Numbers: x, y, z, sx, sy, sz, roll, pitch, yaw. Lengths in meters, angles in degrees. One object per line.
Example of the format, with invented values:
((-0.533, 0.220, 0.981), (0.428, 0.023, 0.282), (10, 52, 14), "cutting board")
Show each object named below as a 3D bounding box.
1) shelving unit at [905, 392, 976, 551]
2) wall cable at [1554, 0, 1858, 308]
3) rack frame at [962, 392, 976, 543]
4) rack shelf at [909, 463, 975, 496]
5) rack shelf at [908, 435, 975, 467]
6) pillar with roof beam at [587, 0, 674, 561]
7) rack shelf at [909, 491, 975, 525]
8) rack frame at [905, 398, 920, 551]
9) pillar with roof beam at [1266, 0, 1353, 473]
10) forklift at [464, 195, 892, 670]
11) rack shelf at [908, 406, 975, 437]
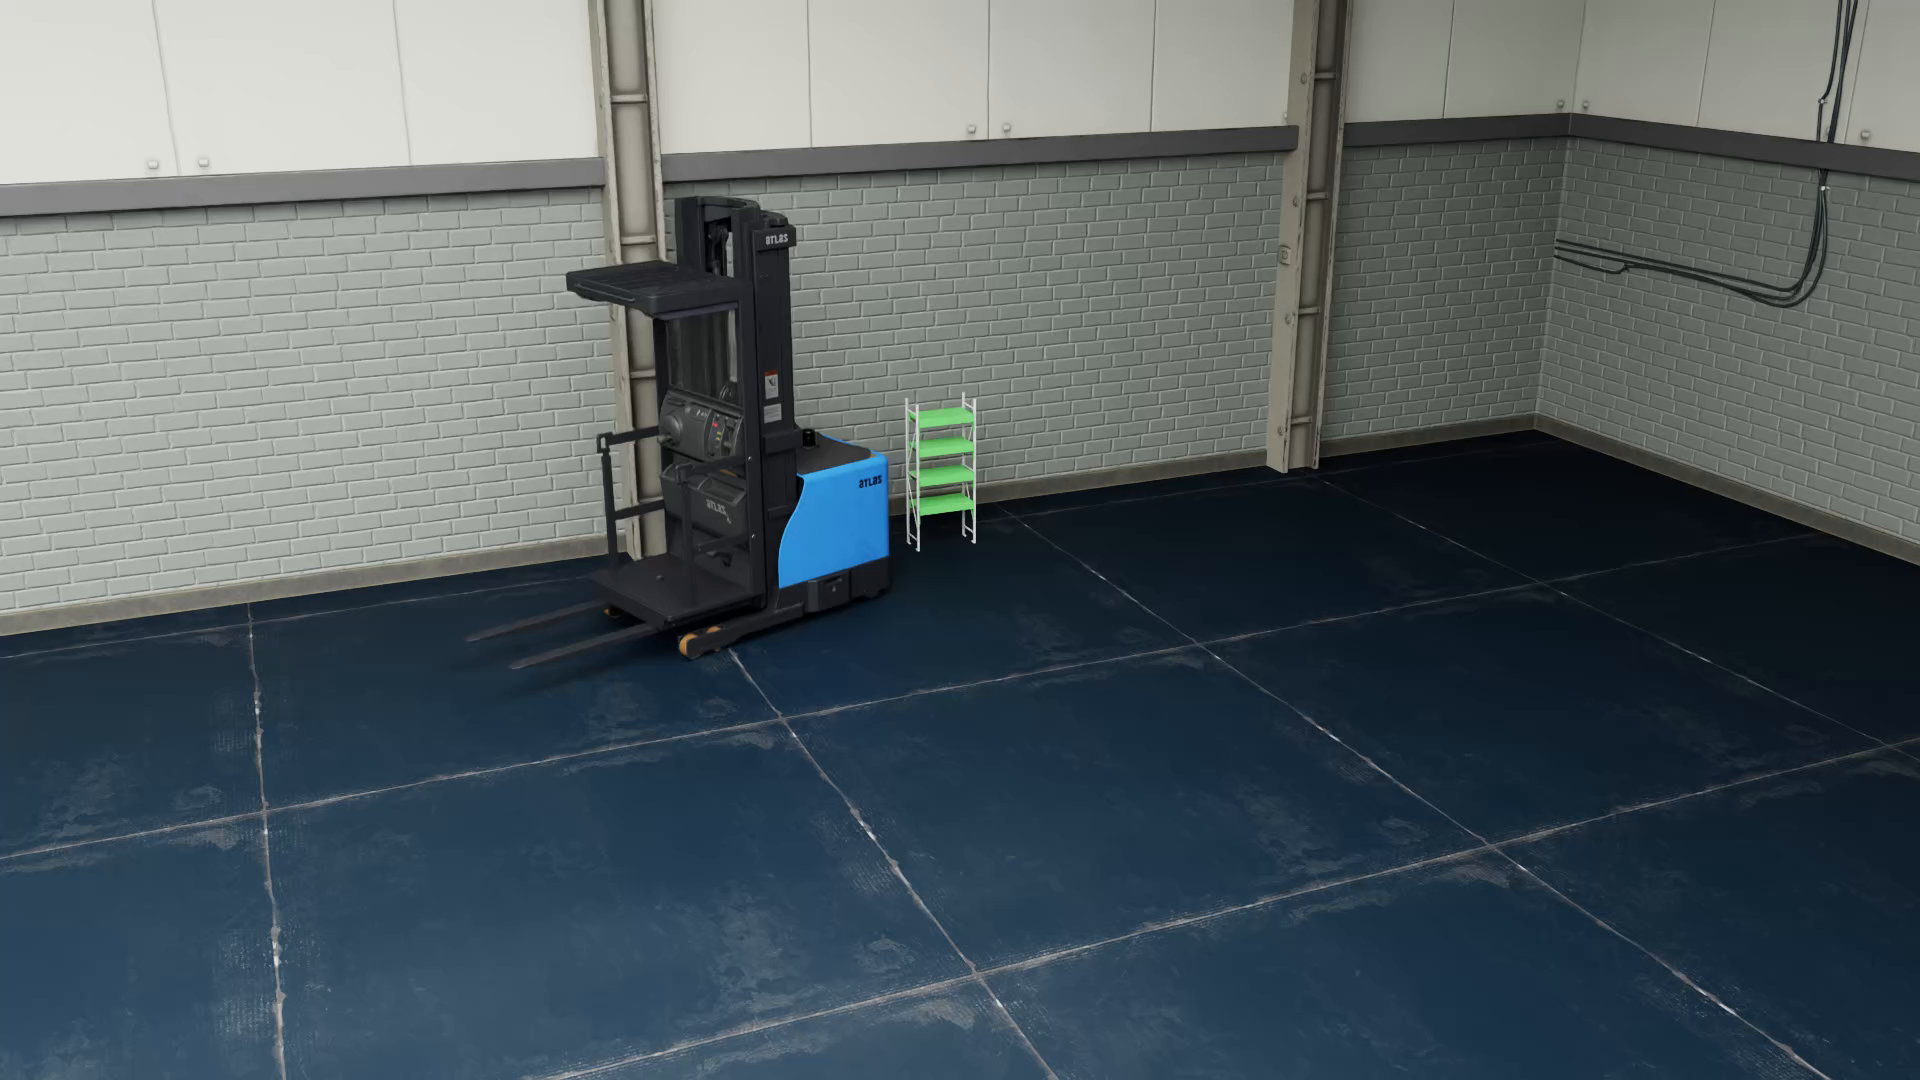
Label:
((-0.152, -0.544, 13.261), (0.503, 1.200, 0.258), (-8, 21, -22), "shelving unit")
((6.314, -3.452, 14.451), (0.112, 2.526, 3.097), (-8, 21, -22), "wall cable")
((0.072, -0.576, 13.352), (0.015, 1.200, 0.240), (-8, 21, -22), "rack frame")
((-0.152, -0.484, 13.282), (0.480, 0.148, 0.258), (-8, 21, -22), "rack shelf")
((-0.152, -0.710, 13.202), (0.480, 0.148, 0.258), (-8, 21, -22), "rack shelf")
((-0.719, -2.830, 8.010), (0.400, 9.000, 9.100), (-8, 21, -22), "pillar with roof beam")
((-0.152, -0.258, 13.362), (0.480, 0.148, 0.258), (-8, 21, -22), "rack shelf")
((-0.376, -0.512, 13.170), (0.015, 1.200, 0.240), (-8, 21, -22), "rack frame")
((4.790, -3.619, 10.252), (0.400, 9.000, 9.100), (-8, 21, -22), "pillar with roof beam")
((-1.937, -0.775, 11.310), (3.031, 2.935, 1.130), (-17, 25, -39), "forklift")
((-0.152, -0.937, 13.123), (0.480, 0.148, 0.258), (-8, 21, -22), "rack shelf")
